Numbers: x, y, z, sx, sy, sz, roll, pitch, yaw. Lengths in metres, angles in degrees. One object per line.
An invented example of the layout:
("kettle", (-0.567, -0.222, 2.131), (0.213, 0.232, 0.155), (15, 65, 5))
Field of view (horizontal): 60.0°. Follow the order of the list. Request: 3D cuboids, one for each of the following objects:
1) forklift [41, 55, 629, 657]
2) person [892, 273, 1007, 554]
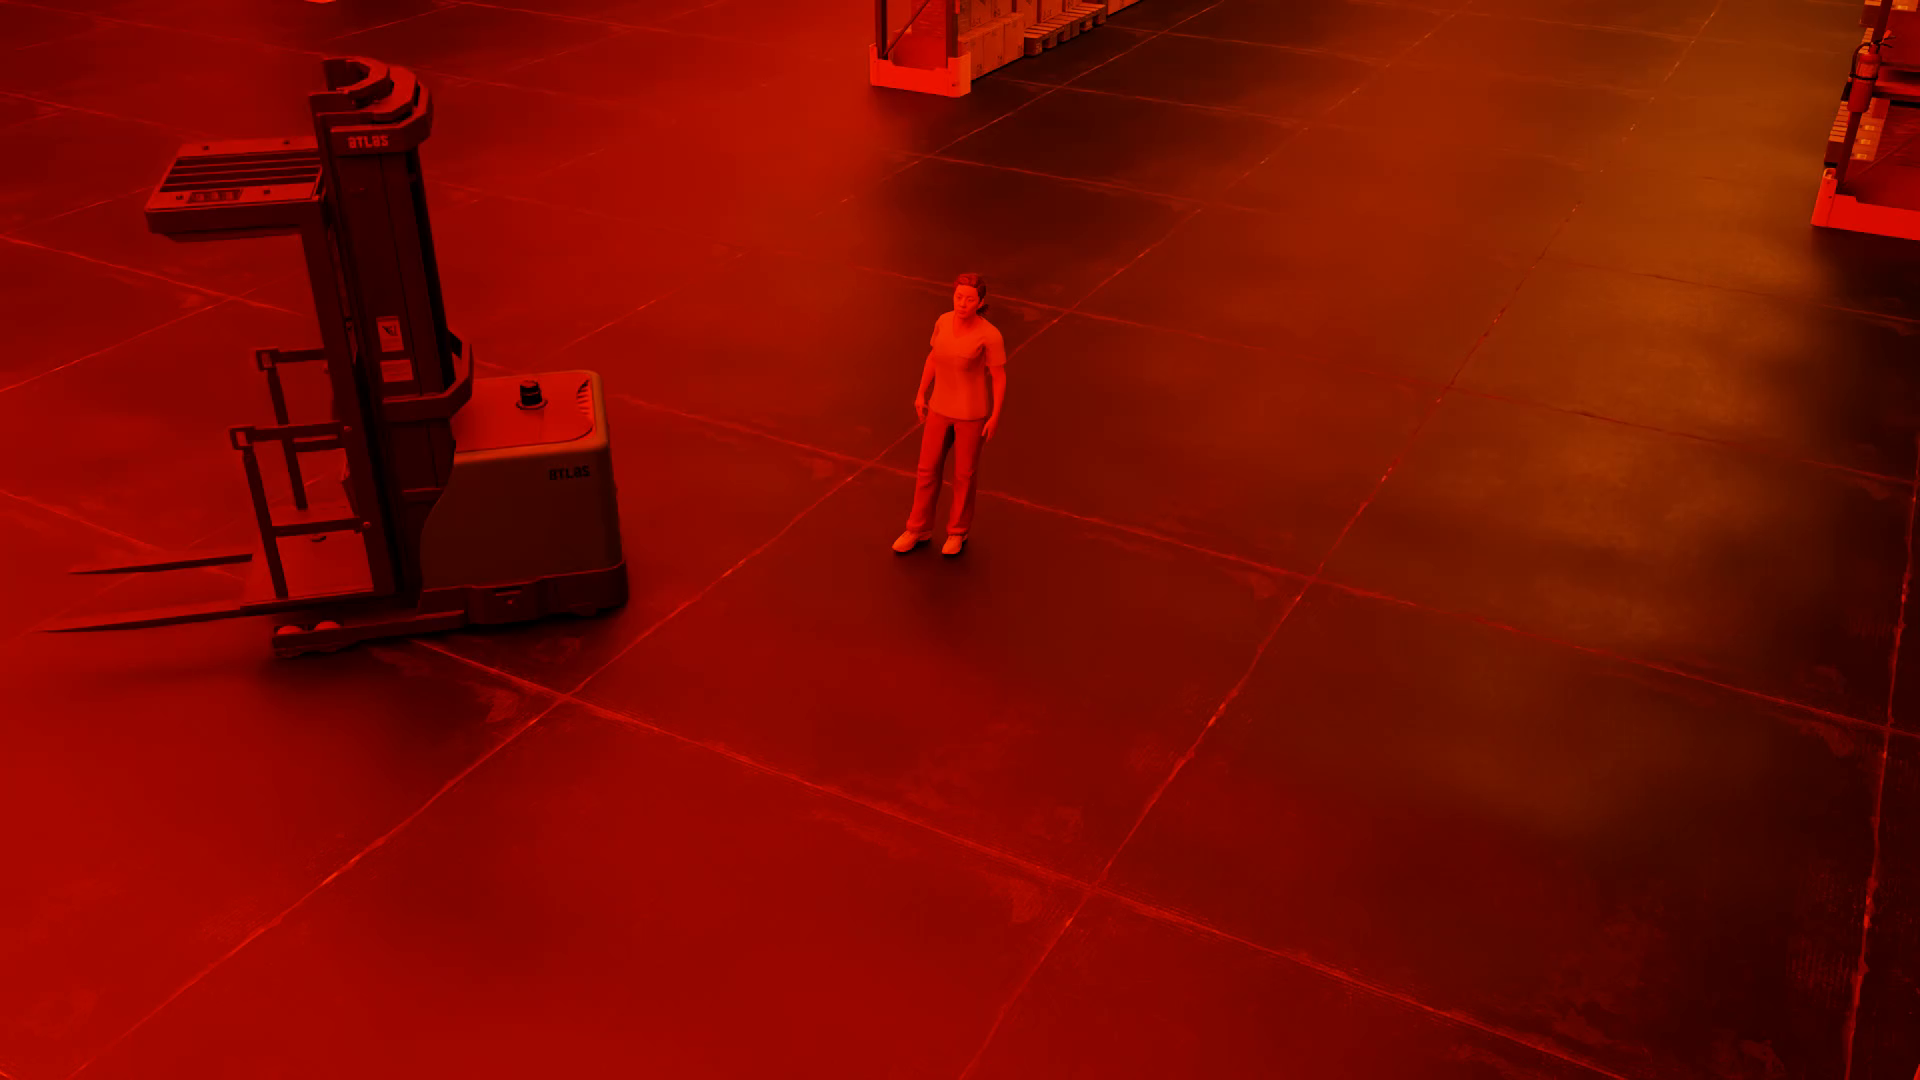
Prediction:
("forklift", (-3.426, -0.932, 8.685), (3.031, 2.935, 1.130), (-7, 31, -11))
("person", (-0.045, -0.702, 9.529), (0.555, 1.675, 0.549), (15, 33, 25))
